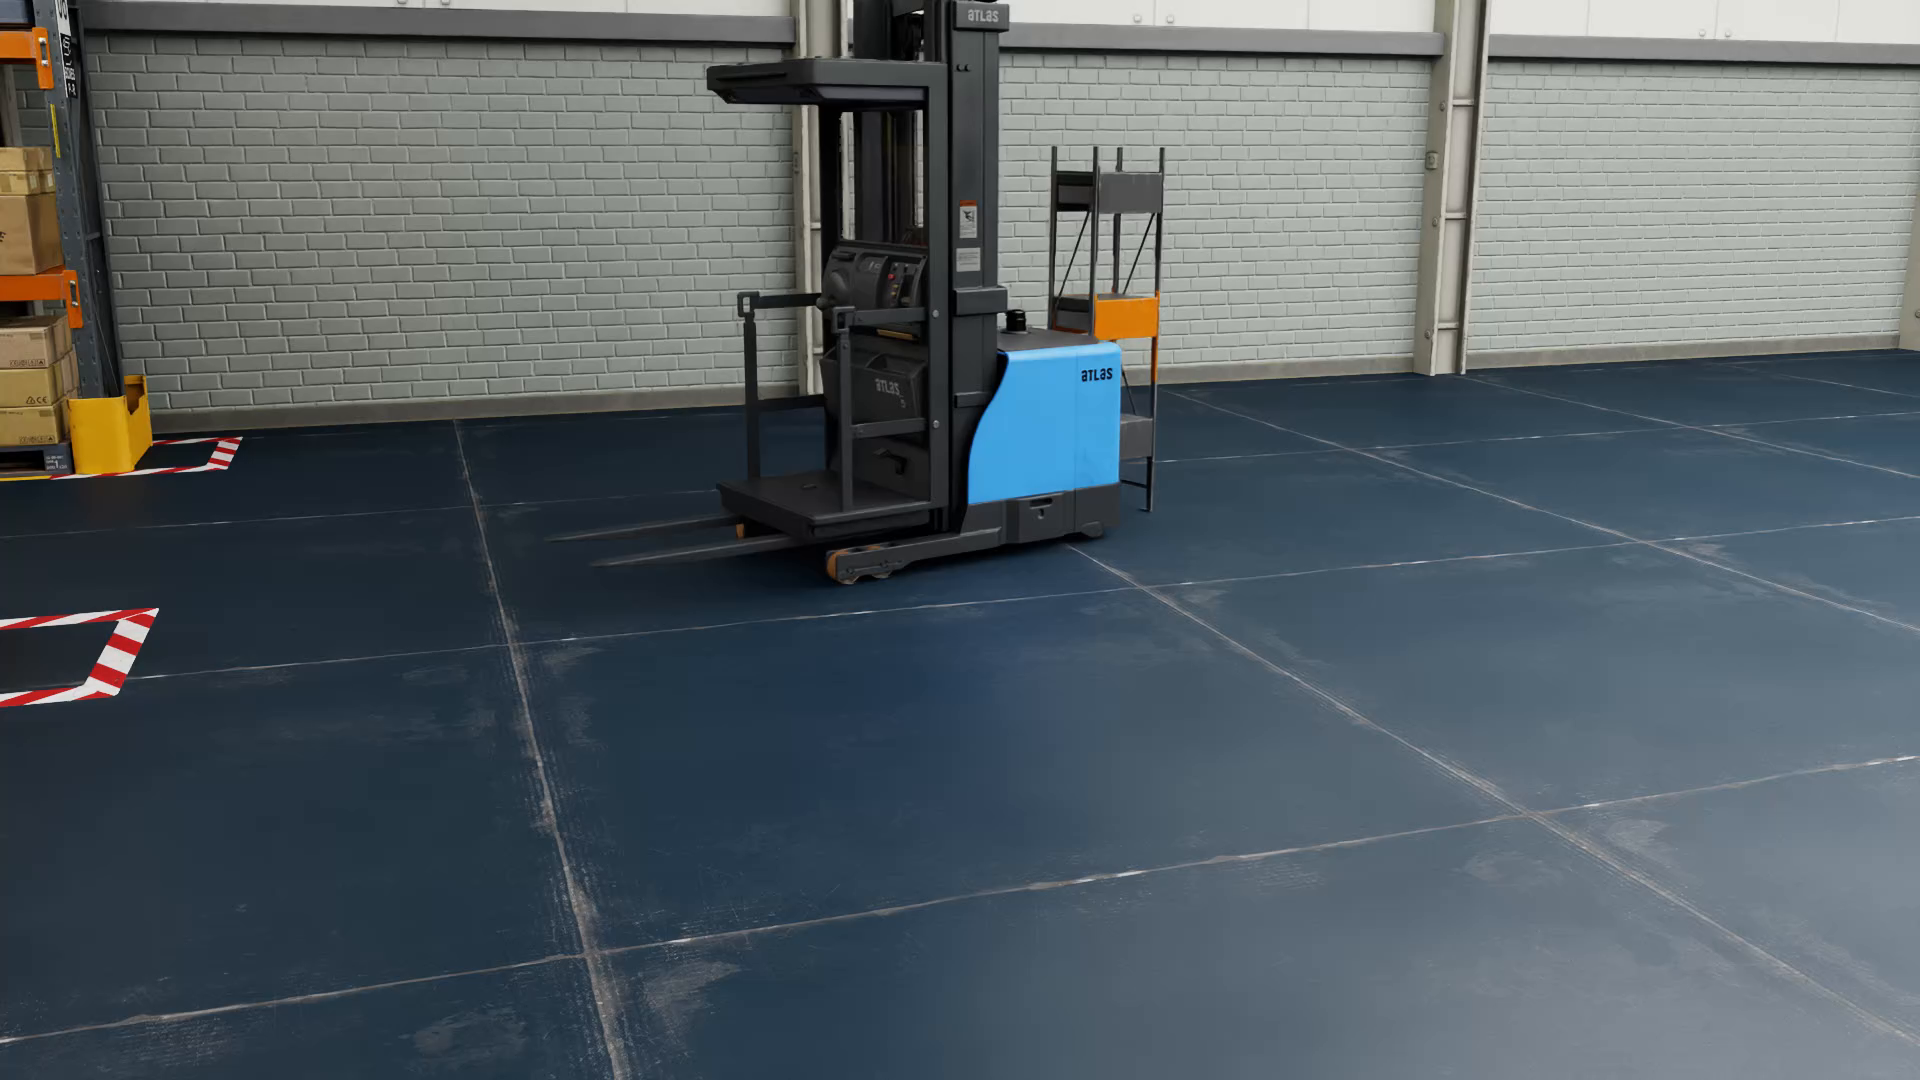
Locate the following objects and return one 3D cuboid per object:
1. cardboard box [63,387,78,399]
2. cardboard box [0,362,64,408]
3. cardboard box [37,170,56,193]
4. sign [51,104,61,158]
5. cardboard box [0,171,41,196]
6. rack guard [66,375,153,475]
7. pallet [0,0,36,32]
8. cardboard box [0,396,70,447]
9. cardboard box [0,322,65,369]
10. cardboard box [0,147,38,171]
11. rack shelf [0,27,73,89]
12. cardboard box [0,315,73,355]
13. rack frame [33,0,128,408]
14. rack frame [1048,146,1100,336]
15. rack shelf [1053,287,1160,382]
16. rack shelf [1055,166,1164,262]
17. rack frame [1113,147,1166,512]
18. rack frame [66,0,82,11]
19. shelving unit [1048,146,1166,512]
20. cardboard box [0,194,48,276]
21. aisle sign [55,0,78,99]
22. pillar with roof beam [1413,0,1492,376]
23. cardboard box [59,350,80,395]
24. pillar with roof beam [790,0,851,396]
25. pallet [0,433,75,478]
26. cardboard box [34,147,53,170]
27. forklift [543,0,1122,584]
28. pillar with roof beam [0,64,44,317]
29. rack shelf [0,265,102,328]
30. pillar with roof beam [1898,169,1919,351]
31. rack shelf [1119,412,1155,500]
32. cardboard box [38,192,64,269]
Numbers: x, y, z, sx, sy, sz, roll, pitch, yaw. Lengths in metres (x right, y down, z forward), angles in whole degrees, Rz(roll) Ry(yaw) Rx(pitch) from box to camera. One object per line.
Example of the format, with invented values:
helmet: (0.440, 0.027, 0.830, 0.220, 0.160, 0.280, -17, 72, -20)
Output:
cardboard box: (-6.394, -0.895, 11.458, 0.500, 0.250, 0.500, -4, 14, -18)
cardboard box: (-6.228, -1.027, 10.933, 0.500, 0.250, 0.500, -5, 14, -19)
cardboard box: (-6.271, -2.418, 11.207, 0.250, 0.149, 0.380, -5, 14, -20)
sign: (-5.707, -2.580, 10.494, 0.005, 0.325, 0.100, -4, 14, -18)
cardboard box: (-6.106, -2.299, 10.707, 0.250, 0.149, 0.380, -4, 14, -17)
rack guard: (-5.844, -0.807, 11.457, 0.348, 0.500, 1.175, -4, 14, -18)
pallet: (-6.545, -3.391, 10.628, 1.213, 0.211, 1.003, -4, 14, -18)
cardboard box: (-6.211, -0.784, 10.993, 0.500, 0.250, 0.500, -4, 14, -18)
cardboard box: (-6.203, -1.272, 10.883, 0.500, 0.250, 0.500, -4, 14, -16)
cardboard box: (-6.139, -2.458, 10.734, 0.250, 0.149, 0.380, -4, 14, -18)
rack shelf: (-7.762, -2.983, 10.276, 4.000, 0.370, 1.077, -4, 14, -18)
cardboard box: (-6.382, -1.381, 11.339, 0.500, 0.250, 0.500, -5, 14, -19)
rack frame: (-5.866, -2.022, 11.160, 0.127, 3.000, 1.000, -4, 14, -18)
rack frame: (0.629, -1.166, 9.477, 0.015, 2.100, 0.400, -8, 16, -35)
rack shelf: (0.827, -1.182, 9.620, 0.480, 0.518, 0.431, -8, 16, -35)
rack shelf: (0.835, -1.865, 9.463, 0.480, 0.518, 0.431, -8, 16, -35)
rack frame: (1.025, -1.225, 9.756, 0.015, 2.100, 0.400, -8, 16, -35)
rack frame: (-5.866, -4.940, 10.466, 0.127, 3.000, 1.000, -4, 14, -18)
shelving unit: (0.827, -1.196, 9.617, 0.503, 2.100, 0.431, -8, 16, -35)
cardboard box: (-6.249, -1.976, 10.754, 0.500, 0.500, 0.500, -5, 14, -19)
aisle sign: (-5.710, -3.227, 10.609, 0.004, 0.787, 0.394, -4, 14, -18)
pillar with roof beam: (5.933, -5.028, 10.835, 0.400, 9.000, 9.100, -4, 14, -18)
cardboard box: (-6.378, -1.142, 11.417, 0.500, 0.250, 0.500, -4, 14, -17)
pillar with roof beam: (0.246, -4.585, 8.973, 0.400, 9.000, 9.100, -4, 14, -18)
pallet: (-6.578, -0.600, 11.207, 1.213, 0.211, 1.003, -4, 14, -18)
cardboard box: (-6.253, -2.553, 11.132, 0.250, 0.149, 0.380, -5, 14, -19)
forklift: (-0.617, -1.347, 8.472, 3.031, 2.935, 1.130, -9, 16, -33)
pillar with roof beam: (-5.441, -4.142, 7.111, 0.400, 9.000, 9.100, -4, 14, -18)
rack shelf: (-7.762, -1.524, 10.623, 4.000, 0.370, 1.077, -4, 14, -18)
pillar with roof beam: (11.619, -5.471, 12.696, 0.400, 9.000, 9.100, -4, 14, -18)
rack shelf: (0.819, -0.500, 9.776, 0.480, 0.518, 0.431, -8, 16, -35)
cardboard box: (-6.425, -2.095, 11.251, 0.500, 0.500, 0.500, -4, 14, -16)
